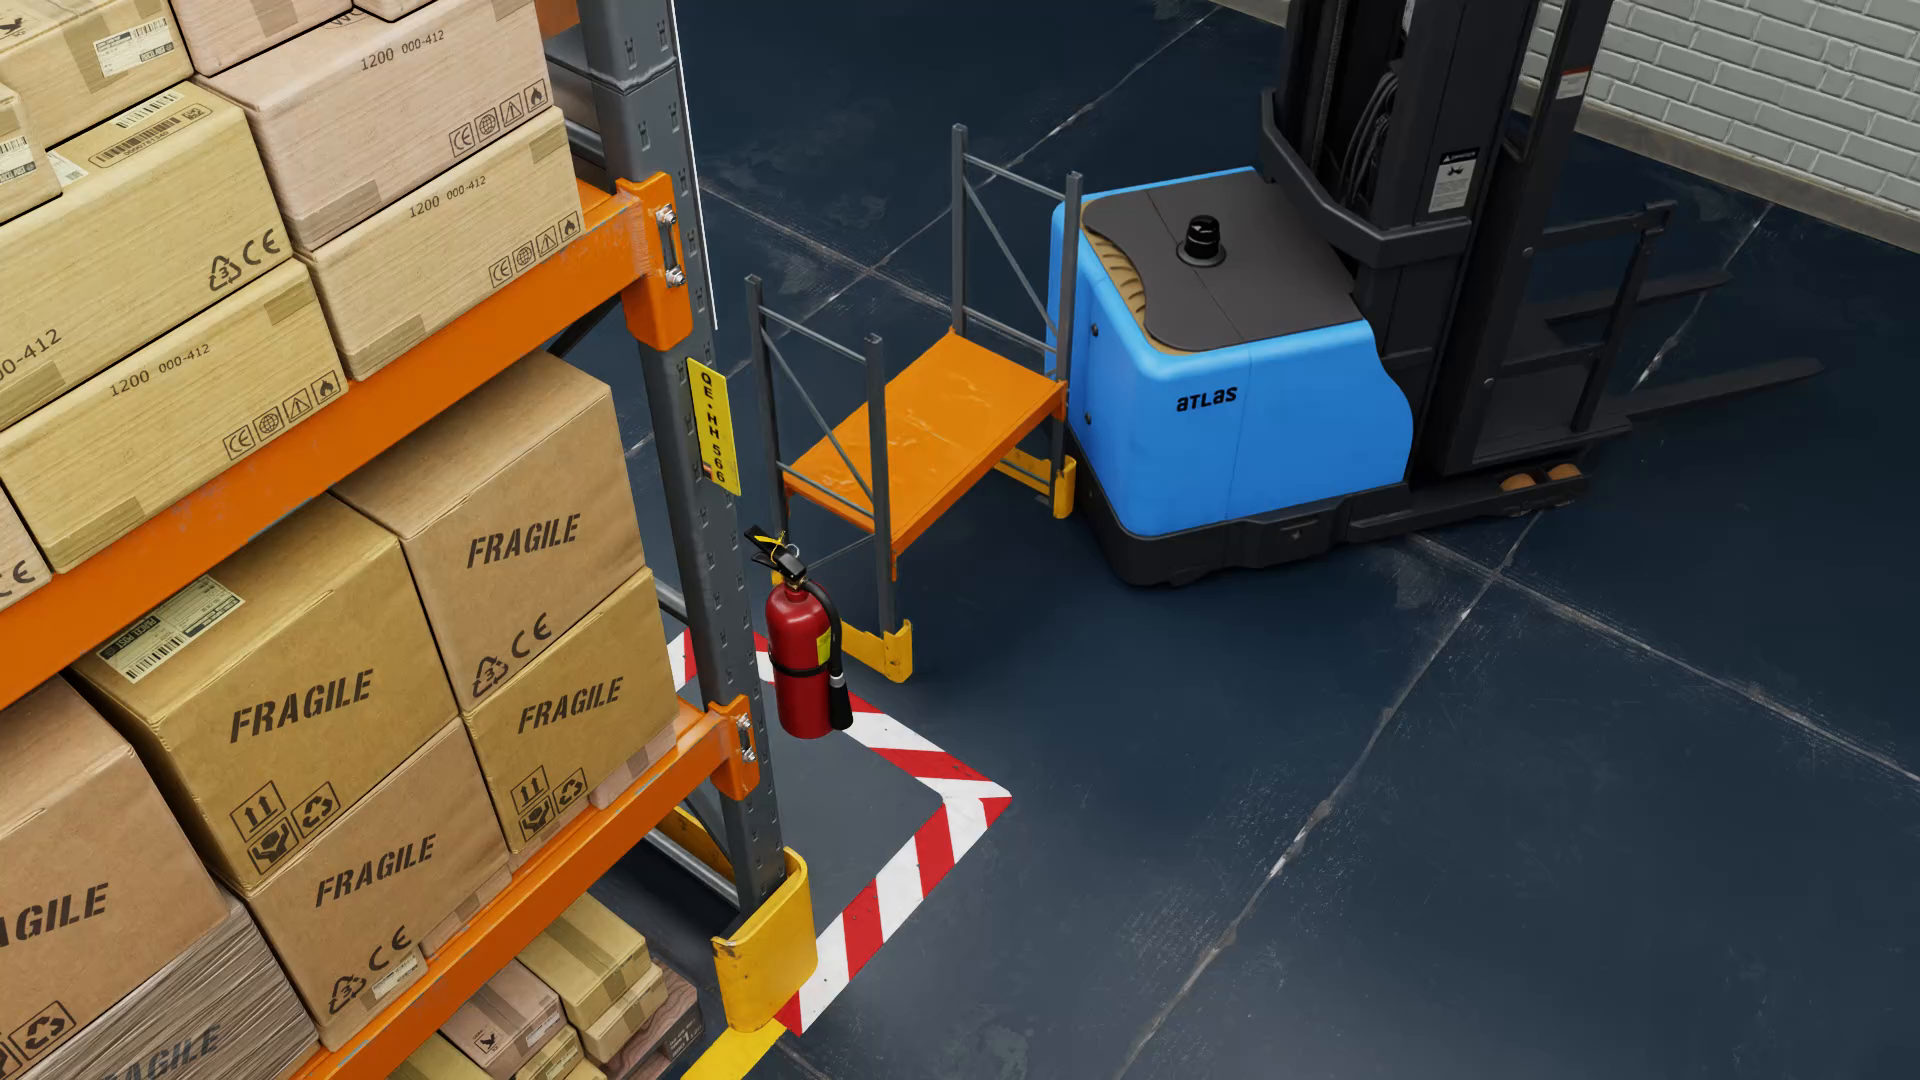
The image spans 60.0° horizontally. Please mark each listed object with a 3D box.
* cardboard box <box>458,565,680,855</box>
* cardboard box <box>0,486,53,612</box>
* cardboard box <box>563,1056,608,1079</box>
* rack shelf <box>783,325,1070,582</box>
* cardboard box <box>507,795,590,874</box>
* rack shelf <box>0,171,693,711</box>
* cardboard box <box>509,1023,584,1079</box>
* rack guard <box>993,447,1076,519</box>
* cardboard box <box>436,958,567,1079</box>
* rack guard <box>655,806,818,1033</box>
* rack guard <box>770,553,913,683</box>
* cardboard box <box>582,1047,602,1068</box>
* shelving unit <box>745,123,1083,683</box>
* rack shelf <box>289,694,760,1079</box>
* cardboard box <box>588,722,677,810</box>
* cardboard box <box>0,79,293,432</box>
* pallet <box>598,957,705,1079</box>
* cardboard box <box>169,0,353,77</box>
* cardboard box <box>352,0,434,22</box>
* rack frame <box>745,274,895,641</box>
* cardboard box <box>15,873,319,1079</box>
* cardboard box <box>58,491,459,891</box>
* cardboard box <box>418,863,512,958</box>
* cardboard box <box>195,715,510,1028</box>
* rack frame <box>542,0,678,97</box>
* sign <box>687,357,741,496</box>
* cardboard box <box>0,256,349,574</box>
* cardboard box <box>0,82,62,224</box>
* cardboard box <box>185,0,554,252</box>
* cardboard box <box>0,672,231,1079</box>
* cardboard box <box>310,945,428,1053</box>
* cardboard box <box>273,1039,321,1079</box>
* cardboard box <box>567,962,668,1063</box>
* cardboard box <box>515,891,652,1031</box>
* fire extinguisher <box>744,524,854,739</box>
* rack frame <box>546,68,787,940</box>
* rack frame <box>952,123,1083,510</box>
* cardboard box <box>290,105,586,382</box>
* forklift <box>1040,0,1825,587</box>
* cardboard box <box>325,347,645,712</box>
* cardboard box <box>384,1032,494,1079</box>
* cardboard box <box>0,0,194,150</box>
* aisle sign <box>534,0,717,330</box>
[{"bbox_3d":[-0.995,0.261,3.652,0.500,0.500,0.500,30,53,26],"label":"cardboard box"},{"bbox_3d":[-1.613,-0.007,2.211,0.500,0.250,0.500,31,54,26],"label":"cardboard box"},{"bbox_3d":[-1.158,1.452,4.469,0.380,0.149,0.250,31,54,26],"label":"cardboard box"},{"bbox_3d":[-0.123,-0.324,5.771,0.538,0.185,1.000,28,53,25],"label":"rack shelf"},{"bbox_3d":[-1.082,0.551,3.823,0.380,0.149,0.250,29,53,25],"label":"cardboard box"},{"bbox_3d":[-2.147,0.384,2.232,1.077,0.370,4.000,29,53,25],"label":"rack shelf"},{"bbox_3d":[-1.224,1.318,4.392,0.380,0.149,0.250,28,52,24],"label":"cardboard box"},{"bbox_3d":[0.181,-0.310,6.373,0.587,0.250,0.087,28,53,25],"label":"rack guard"},{"bbox_3d":[-1.246,1.195,4.304,0.380,0.149,0.250,30,53,26],"label":"cardboard box"},{"bbox_3d":[-0.971,0.934,5.012,1.175,0.500,0.348,29,53,25],"label":"rack guard"},{"bbox_3d":[-0.417,0.266,5.823,0.587,0.250,0.087,28,53,25],"label":"rack guard"},{"bbox_3d":[-1.081,1.260,4.653,0.380,0.149,0.250,30,53,26],"label":"cardboard box"},{"bbox_3d":[-0.118,-0.453,5.646,0.587,1.500,1.083,28,53,25],"label":"shelving unit"},{"bbox_3d":[-2.147,1.420,3.317,1.077,0.370,4.000,29,53,25],"label":"rack shelf"},{"bbox_3d":[-0.900,0.425,3.943,0.380,0.149,0.250,29,53,25],"label":"cardboard box"},{"bbox_3d":[-1.316,-0.461,2.299,0.500,0.250,0.500,28,52,24],"label":"cardboard box"},{"bbox_3d":[-1.495,1.483,4.687,1.003,0.211,1.213,29,53,25],"label":"pallet"},{"bbox_3d":[-1.106,-0.840,2.386,0.380,0.149,0.250,30,53,25],"label":"cardboard box"},{"bbox_3d":[-0.895,-0.947,2.488,0.380,0.149,0.250,29,53,25],"label":"cardboard box"},{"bbox_3d":[-0.428,-0.154,5.360,0.500,1.500,0.032,28,53,25],"label":"rack frame"},{"bbox_3d":[-1.617,0.848,3.091,0.500,0.500,0.500,29,53,25],"label":"cardboard box"},{"bbox_3d":[-1.317,0.206,3.012,0.500,0.500,0.500,27,52,24],"label":"cardboard box"},{"bbox_3d":[-1.223,0.701,3.679,0.380,0.149,0.250,29,53,25],"label":"cardboard box"},{"bbox_3d":[-1.314,0.553,3.372,0.500,0.500,0.500,28,53,24],"label":"cardboard box"},{"bbox_3d":[-0.924,-2.045,1.980,1.000,3.000,0.127,29,53,25],"label":"rack frame"},{"bbox_3d":[-0.497,-0.225,3.371,0.100,0.325,0.005,29,53,25],"label":"sign"},{"bbox_3d":[-1.299,-0.285,2.477,0.500,0.250,0.500,29,53,25],"label":"cardboard box"},{"bbox_3d":[-1.355,-0.503,2.064,0.380,0.149,0.250,30,53,26],"label":"cardboard box"},{"bbox_3d":[-1.005,-0.754,2.579,0.500,0.250,0.500,28,52,24],"label":"cardboard box"},{"bbox_3d":[-1.628,0.508,2.724,0.500,0.500,0.500,32,54,27],"label":"cardboard box"},{"bbox_3d":[-1.361,0.858,3.530,0.380,0.149,0.250,31,54,26],"label":"cardboard box"},{"bbox_3d":[-1.545,0.995,3.398,0.380,0.149,0.250,27,52,23],"label":"cardboard box"},{"bbox_3d":[-1.021,1.192,4.512,0.380,0.149,0.250,28,52,24],"label":"cardboard box"},{"bbox_3d":[-1.047,1.076,4.417,0.380,0.149,0.250,30,53,25],"label":"cardboard box"},{"bbox_3d":[-0.405,0.243,4.255,0.296,0.674,0.183,29,53,25],"label":"fire extinguisher"},{"bbox_3d":[-0.924,0.027,4.150,1.000,3.000,0.127,29,53,25],"label":"rack frame"},{"bbox_3d":[0.182,-0.742,5.922,0.500,1.500,0.032,28,53,25],"label":"rack frame"},{"bbox_3d":[-0.993,-0.580,2.759,0.500,0.250,0.500,28,52,24],"label":"cardboard box"},{"bbox_3d":[1.888,-1.457,5.615,3.031,2.935,1.130,-12,48,-11],"label":"forklift"},{"bbox_3d":[-1.007,-0.084,3.289,0.500,0.500,0.500,28,52,24],"label":"cardboard box"},{"bbox_3d":[-1.304,1.399,4.109,0.380,0.149,0.250,28,52,24],"label":"cardboard box"},{"bbox_3d":[-1.280,-0.702,2.254,0.380,0.149,0.250,28,52,24],"label":"cardboard box"},{"bbox_3d":[-0.642,-0.780,3.123,0.394,0.787,0.004,29,53,25],"label":"aisle sign"}]
